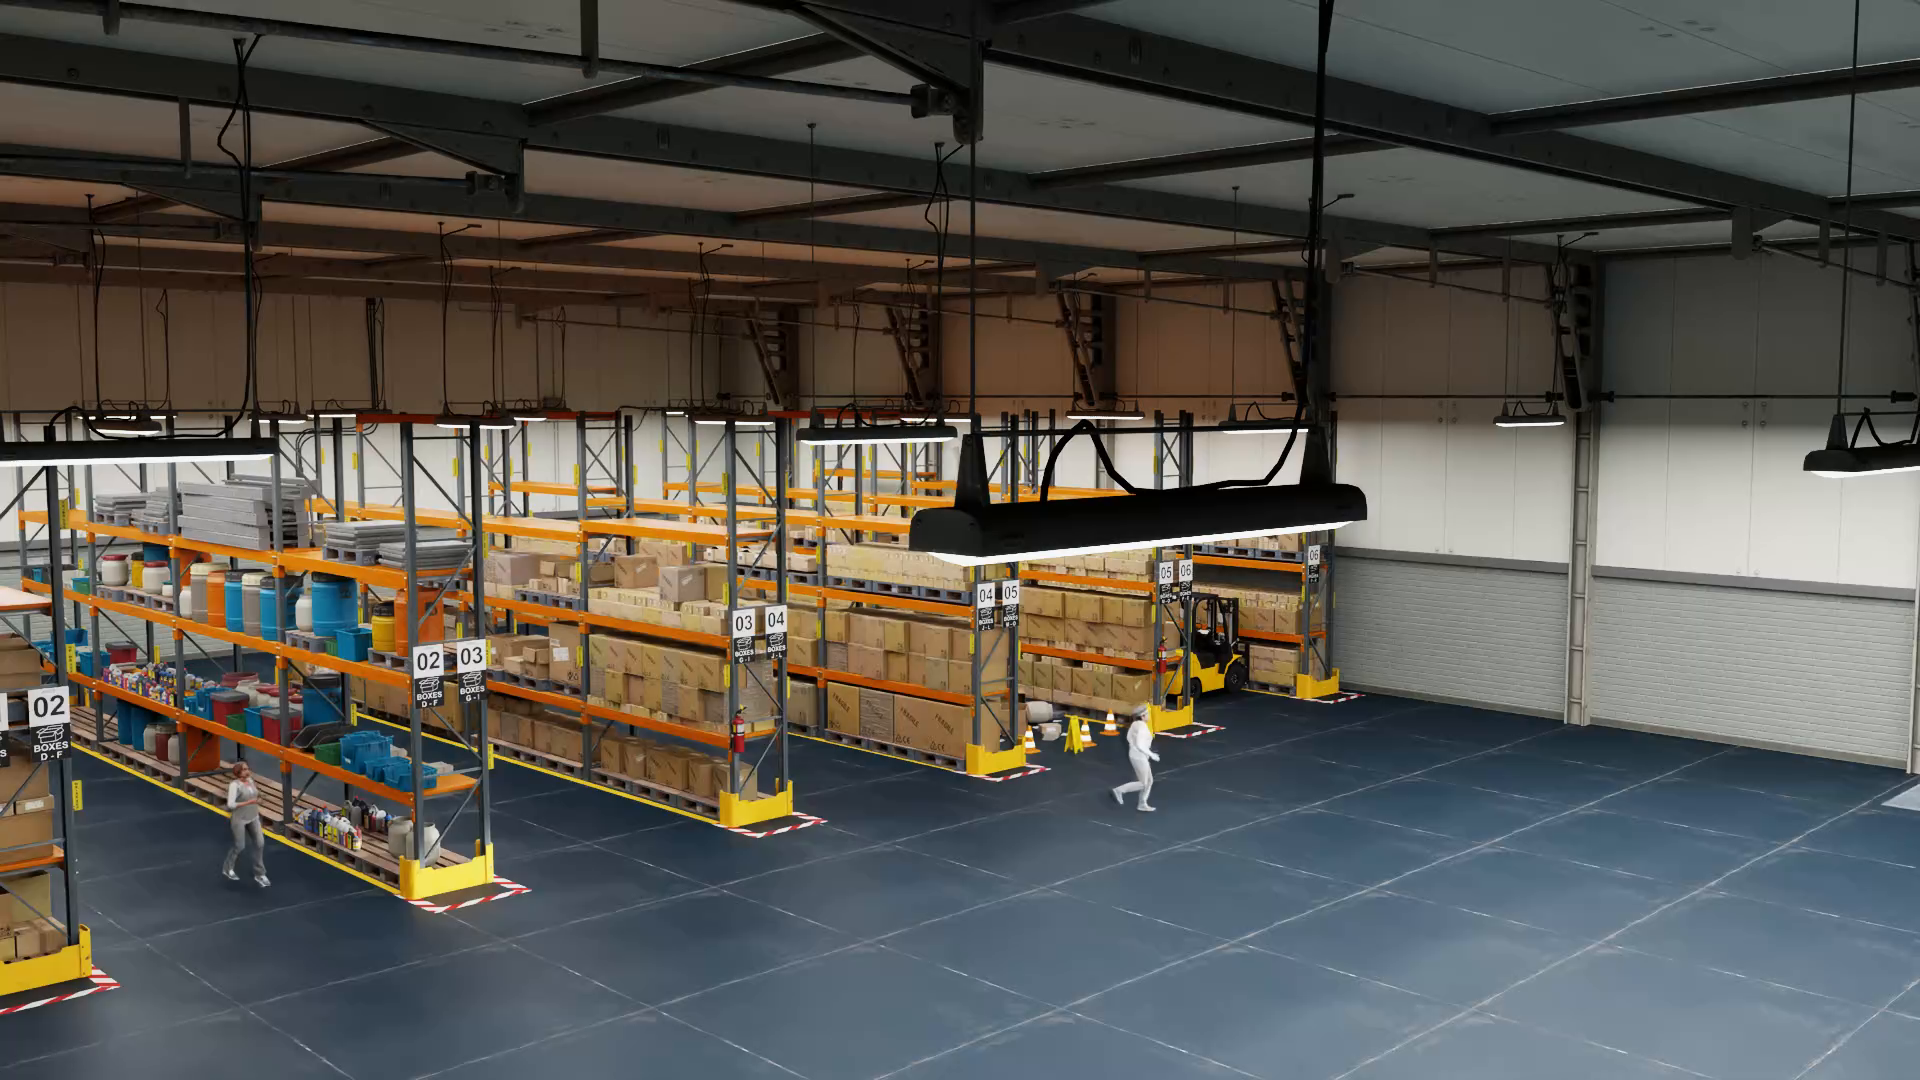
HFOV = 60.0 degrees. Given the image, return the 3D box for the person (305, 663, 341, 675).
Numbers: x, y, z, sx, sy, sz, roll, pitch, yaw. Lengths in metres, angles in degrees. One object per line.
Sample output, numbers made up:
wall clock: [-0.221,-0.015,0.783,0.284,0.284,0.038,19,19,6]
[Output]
person: [-11.897,2.741,31.231,0.786,1.790,0.666,5,7,45]

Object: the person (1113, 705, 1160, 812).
person: [2.651,3.320,25.282,0.693,1.653,0.609,0,5,-6]

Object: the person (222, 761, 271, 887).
person: [-9.238,3.651,21.453,0.732,1.628,0.523,2,6,26]
